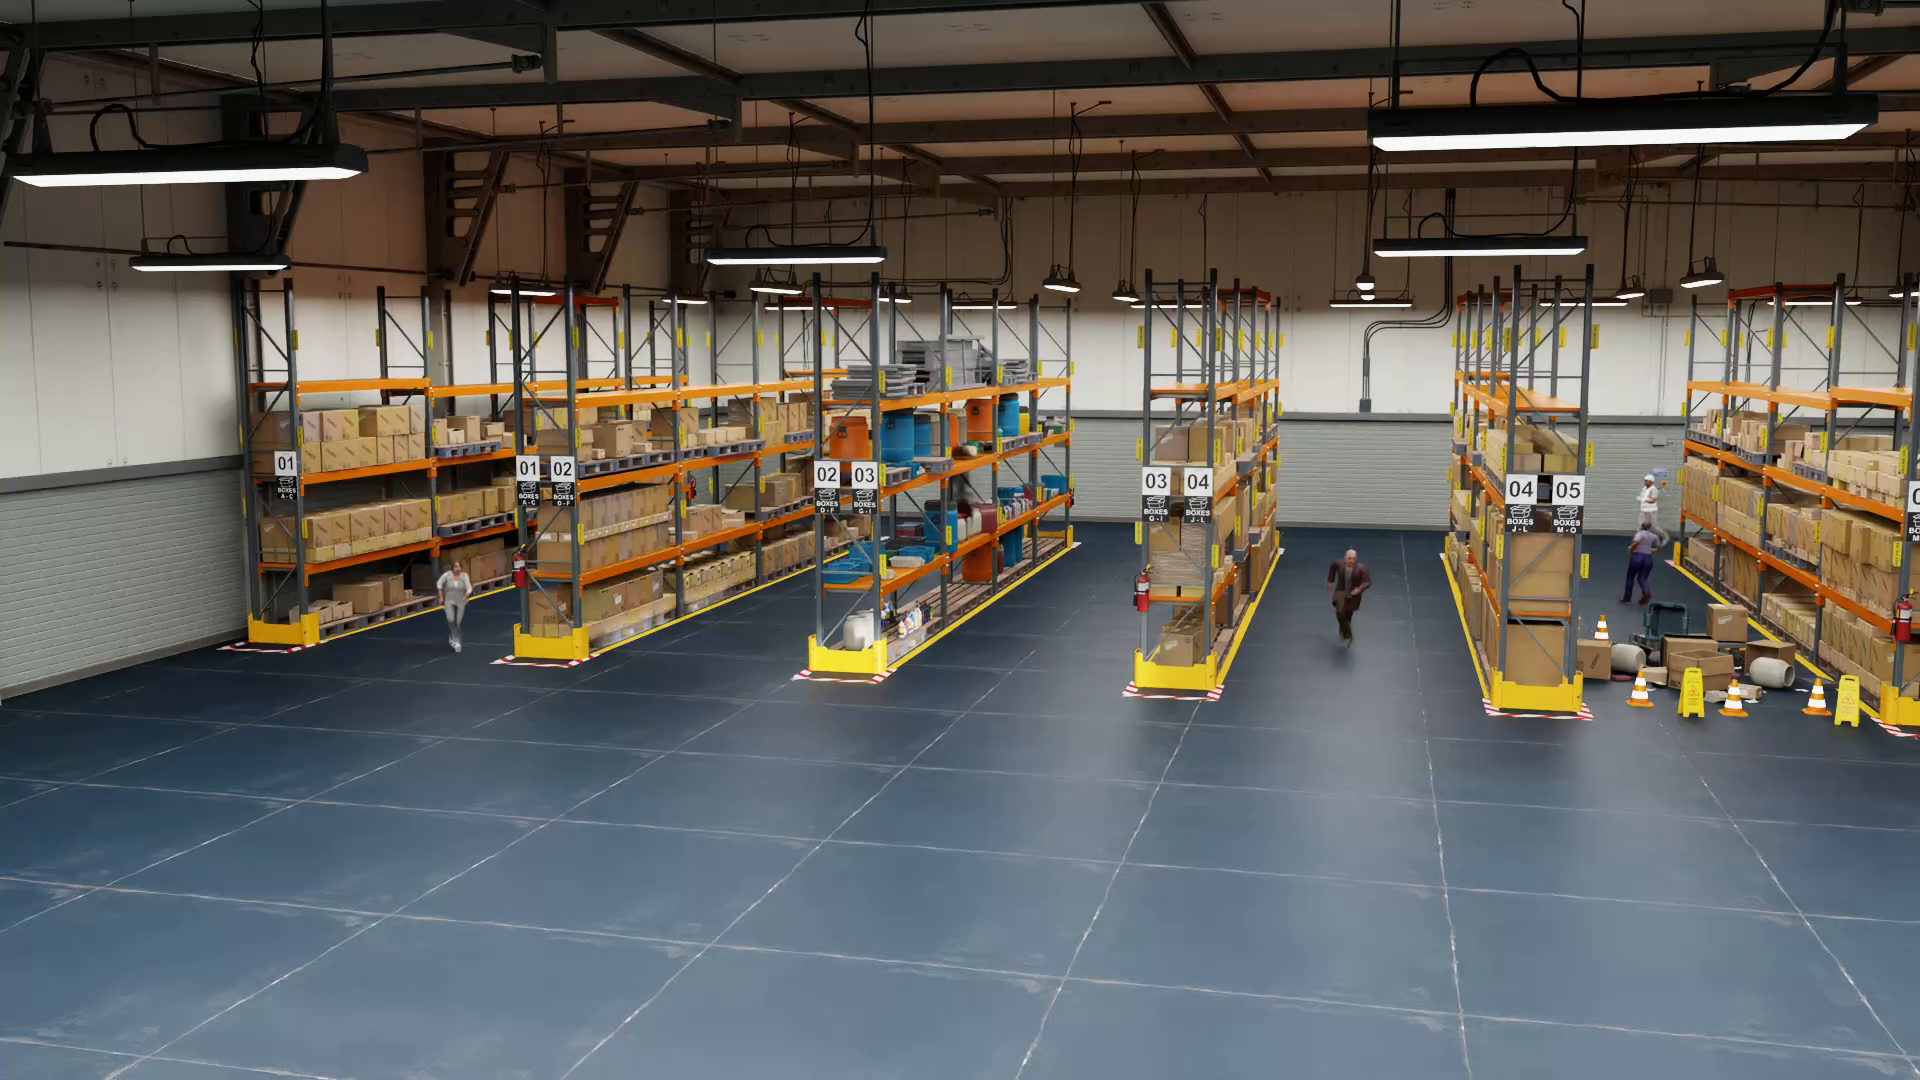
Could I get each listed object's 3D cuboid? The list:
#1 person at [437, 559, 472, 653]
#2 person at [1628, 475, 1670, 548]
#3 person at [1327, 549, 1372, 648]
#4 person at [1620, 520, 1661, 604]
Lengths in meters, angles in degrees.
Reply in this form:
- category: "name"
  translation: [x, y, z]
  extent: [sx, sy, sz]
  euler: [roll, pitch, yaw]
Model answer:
- category: "person"
  translation: [-8.158, 1.036, 26.867]
  extent: [0.523, 1.526, 0.842]
  euler: [-3, 7, -23]
- category: "person"
  translation: [16.494, -0.681, 39.758]
  extent: [1.000, 1.768, 0.688]
  euler: [-1, 7, -4]
- category: "person"
  translation: [6.395, 0.909, 27.355]
  extent: [0.711, 1.617, 1.155]
  euler: [2, 7, 13]
- category: "person"
  translation: [13.006, 0.433, 31.596]
  extent: [0.635, 1.618, 0.848]
  euler: [-1, 7, -5]
